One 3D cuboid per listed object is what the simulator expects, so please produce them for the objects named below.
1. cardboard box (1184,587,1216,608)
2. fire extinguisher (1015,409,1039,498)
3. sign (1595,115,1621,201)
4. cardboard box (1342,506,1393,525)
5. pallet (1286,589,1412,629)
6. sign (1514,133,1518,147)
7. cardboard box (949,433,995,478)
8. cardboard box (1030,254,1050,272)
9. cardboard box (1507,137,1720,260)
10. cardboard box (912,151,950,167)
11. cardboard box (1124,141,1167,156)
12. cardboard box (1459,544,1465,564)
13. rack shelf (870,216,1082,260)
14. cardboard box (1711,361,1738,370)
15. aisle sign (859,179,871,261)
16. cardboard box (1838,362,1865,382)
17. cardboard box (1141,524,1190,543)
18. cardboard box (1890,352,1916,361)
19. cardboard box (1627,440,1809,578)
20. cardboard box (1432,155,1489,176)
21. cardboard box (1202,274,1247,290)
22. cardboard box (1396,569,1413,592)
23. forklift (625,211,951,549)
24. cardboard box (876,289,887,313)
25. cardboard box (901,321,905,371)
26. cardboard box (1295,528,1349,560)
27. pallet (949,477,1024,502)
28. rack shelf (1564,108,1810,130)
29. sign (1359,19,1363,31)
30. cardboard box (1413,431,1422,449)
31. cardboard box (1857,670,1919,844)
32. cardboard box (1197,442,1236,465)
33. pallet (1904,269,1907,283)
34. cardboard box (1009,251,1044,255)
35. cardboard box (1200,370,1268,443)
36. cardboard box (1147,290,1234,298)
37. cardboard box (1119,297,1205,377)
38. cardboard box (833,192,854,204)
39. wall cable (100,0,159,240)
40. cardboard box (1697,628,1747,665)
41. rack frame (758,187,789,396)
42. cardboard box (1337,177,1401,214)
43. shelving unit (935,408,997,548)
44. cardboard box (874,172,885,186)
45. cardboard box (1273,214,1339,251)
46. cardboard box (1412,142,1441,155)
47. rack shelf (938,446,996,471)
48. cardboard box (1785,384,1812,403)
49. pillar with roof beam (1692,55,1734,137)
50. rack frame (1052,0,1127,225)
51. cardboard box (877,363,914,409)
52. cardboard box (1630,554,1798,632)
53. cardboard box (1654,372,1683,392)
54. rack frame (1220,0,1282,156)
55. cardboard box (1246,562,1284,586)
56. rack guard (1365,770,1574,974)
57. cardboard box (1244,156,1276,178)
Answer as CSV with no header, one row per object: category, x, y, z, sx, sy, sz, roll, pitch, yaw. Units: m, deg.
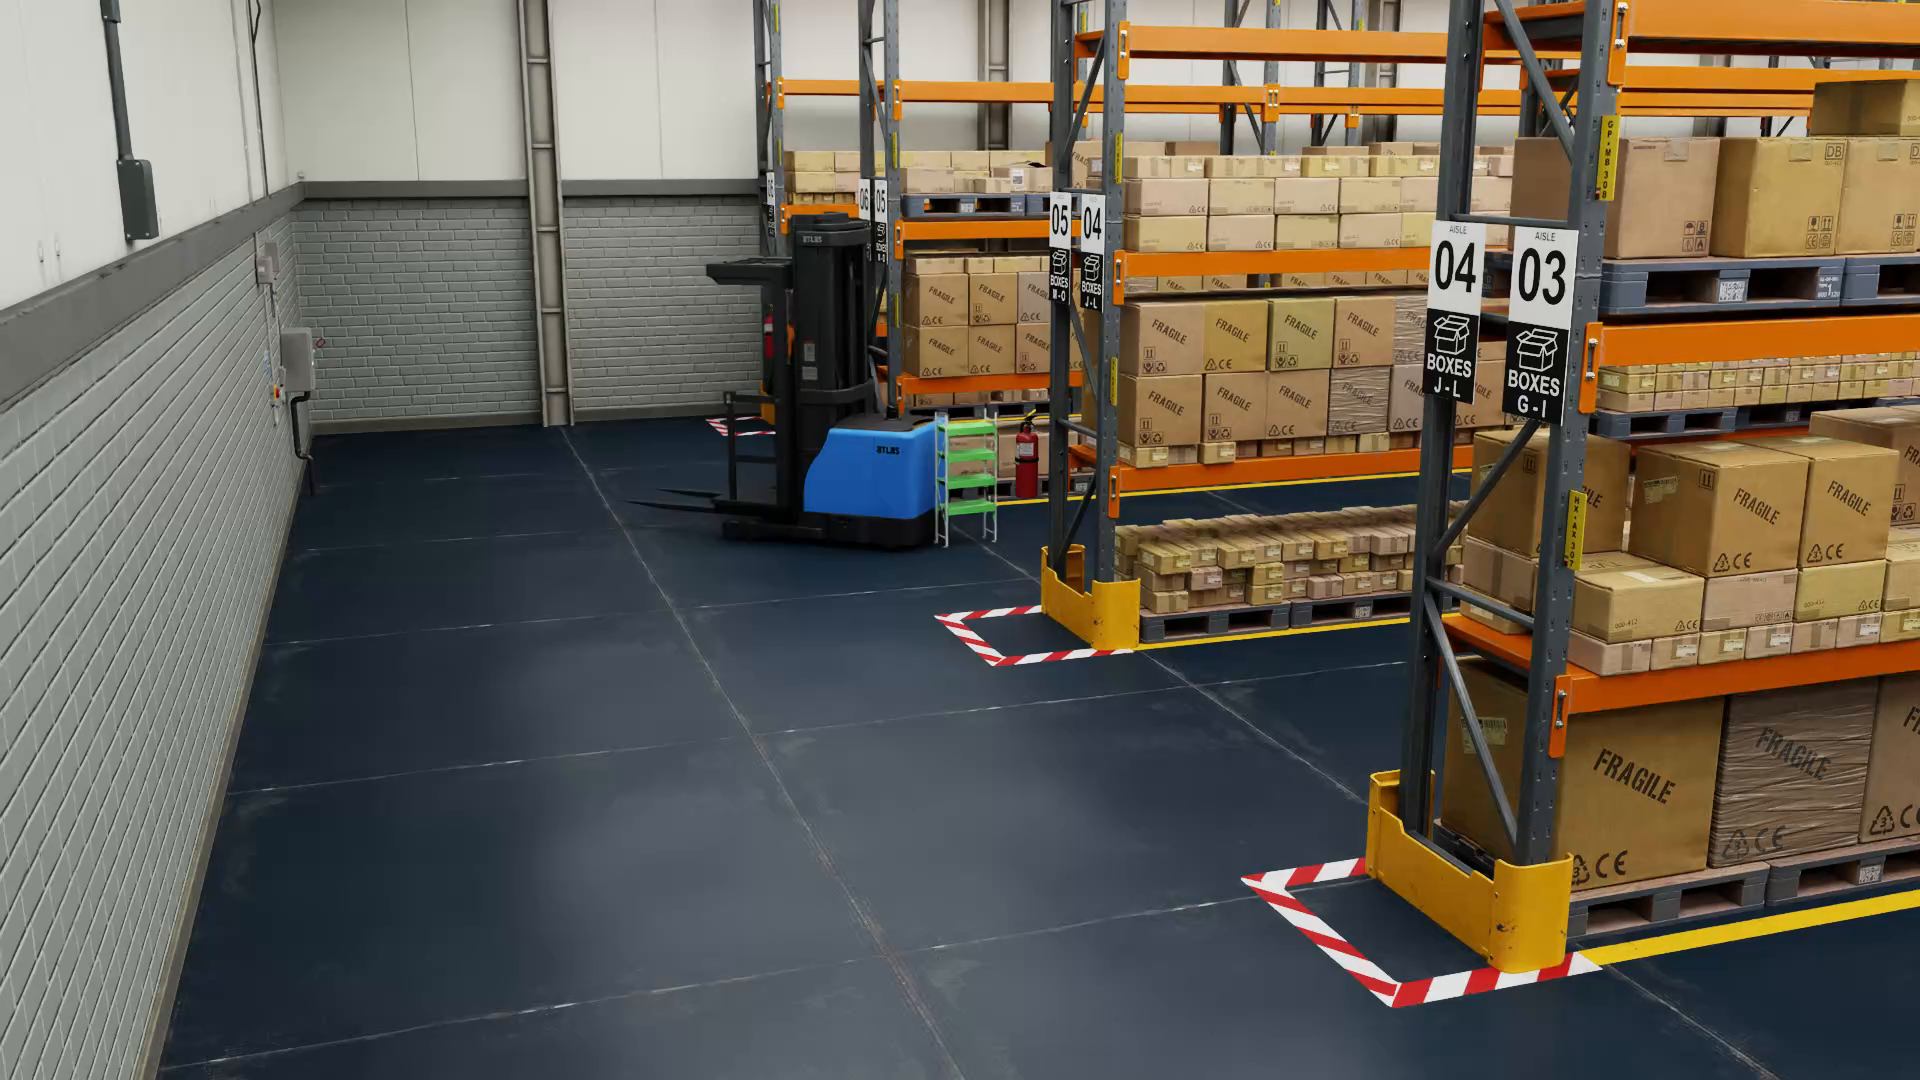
cardboard box,1.710,0.381,12.418,0.250,0.149,0.380,-5,14,-18
fire extinguisher,0.504,-0.659,12.512,0.183,0.674,0.296,-4,14,-18
sign,2.547,-1.501,6.536,0.005,0.325,0.100,-4,14,-18
cardboard box,3.277,-0.156,13.390,0.250,0.149,0.380,-4,14,-17
pallet,2.897,0.414,13.053,1.213,0.211,1.003,-4,14,-18
sign,4.500,-3.115,13.411,0.005,0.325,0.100,-4,14,-18
cardboard box,-0.191,-0.902,17.190,0.875,0.438,0.875,-5,14,-20
cardboard box,0.874,-2.782,16.686,0.250,0.149,0.380,-4,14,-18
cardboard box,2.851,-1.511,7.299,0.500,0.500,0.700,-5,14,-21
cardboard box,-0.431,-4.827,21.181,0.500,0.250,0.500,-4,14,-17
cardboard box,1.738,-3.825,17.019,0.637,0.503,0.797,-3,14,-14
cardboard box,3.983,0.087,13.015,0.250,0.149,0.380,-5,14,-20
rack shelf,1.111,-3.131,17.002,4.000,0.370,1.077,-4,14,-18
cardboard box,5.944,-1.449,13.208,0.250,0.149,0.380,-5,14,-19
aisle sign,-0.952,-3.201,16.608,0.004,0.787,0.394,-4,14,-18
cardboard box,7.174,-1.400,13.647,0.250,0.149,0.380,-5,14,-18
cardboard box,1.567,-0.003,12.748,0.250,0.149,0.380,-4,14,-17
cardboard box,7.666,-1.583,13.774,0.250,0.149,0.380,-4,14,-16
cardboard box,3.391,-0.150,7.459,0.500,0.500,0.500,-5,14,-19
cardboard box,3.719,-2.789,12.392,0.250,0.149,0.380,-4,14,-16
cardboard box,2.647,-2.609,17.358,0.500,0.500,0.500,-5,14,-19
cardboard box,3.437,0.272,12.878,0.250,0.149,0.380,-4,14,-18
forklift,-1.661,-1.532,15.358,3.031,2.935,1.130,5,14,19
cardboard box,-0.899,-3.084,21.413,0.500,0.250,0.500,-5,14,-19
cardboard box,-0.412,-2.016,17.027,0.500,0.500,0.500,-4,14,-18
cardboard box,2.735,0.032,12.601,0.250,0.149,0.380,-4,14,-17
pallet,-0.052,-0.593,17.288,1.213,0.211,1.003,-4,14,-18
rack shelf,10.897,-6.369,25.000,4.000,0.370,1.077,-4,14,-18
sign,5.393,-6.846,22.394,0.005,0.325,0.100,-4,14,-18
cardboard box,3.503,-0.806,12.701,0.250,0.149,0.380,-5,14,-20
cardboard box,4.663,0.932,8.536,0.875,0.875,0.875,-4,14,-18
cardboard box,1.801,-0.661,12.091,0.250,0.149,0.380,-5,14,-20
pallet,5.388,-1.353,8.168,1.213,0.211,1.003,-4,14,-18
cardboard box,0.683,-2.901,17.185,0.250,0.149,0.380,-4,14,-17
cardboard box,1.902,-1.006,12.140,0.500,0.500,0.500,-4,14,-18
cardboard box,1.724,-1.601,12.479,0.500,0.500,0.500,-5,14,-20
cardboard box,1.400,-1.450,11.845,0.500,0.500,0.500,-5,14,-18
cardboard box,-1.507,-4.312,20.956,0.250,0.149,0.380,-4,14,-18
wall cable,-4.083,-4.522,7.865,0.120,5.999,2.277,-4,14,-18
cardboard box,3.303,0.430,7.503,0.250,0.149,0.380,-5,14,-19
rack frame,-2.372,-2.962,21.221,0.127,3.000,1.000,-4,14,-18
cardboard box,2.844,-2.511,12.088,0.500,0.250,0.500,-5,14,-20
shelving unit,0.054,-0.561,15.017,0.503,1.200,0.258,-6,15,-24
cardboard box,-0.900,-4.543,21.066,0.500,0.250,0.500,-5,14,-20
cardboard box,2.381,-2.238,12.017,0.500,0.250,0.500,-5,14,-20
cardboard box,6.421,-5.373,23.533,0.500,0.500,0.700,-5,14,-19
rack shelf,0.054,-0.733,14.976,0.480,0.148,0.258,-6,15,-24
cardboard box,6.676,-1.216,13.517,0.250,0.149,0.380,-5,14,-21
pillar with roof beam,13.218,-6.264,22.136,0.400,9.000,9.100,-4,14,-18
rack frame,0.890,-3.714,11.418,0.127,3.000,1.000,-4,14,-18
cardboard box,-0.939,-2.029,21.793,0.500,0.500,0.700,-4,14,-16
cardboard box,3.407,0.212,7.558,0.500,0.250,0.500,-5,14,-19
cardboard box,5.446,-1.265,13.080,0.250,0.149,0.380,-5,14,-19
rack frame,3.006,-5.087,17.192,0.127,3.000,1.000,-4,14,-18
cardboard box,2.227,0.220,12.455,0.250,0.149,0.380,-4,14,-16
rack guard,2.353,1.518,7.789,0.348,0.500,1.175,-4,14,-18
cardboard box,2.028,-2.630,11.723,0.250,0.149,0.380,-4,14,-17
